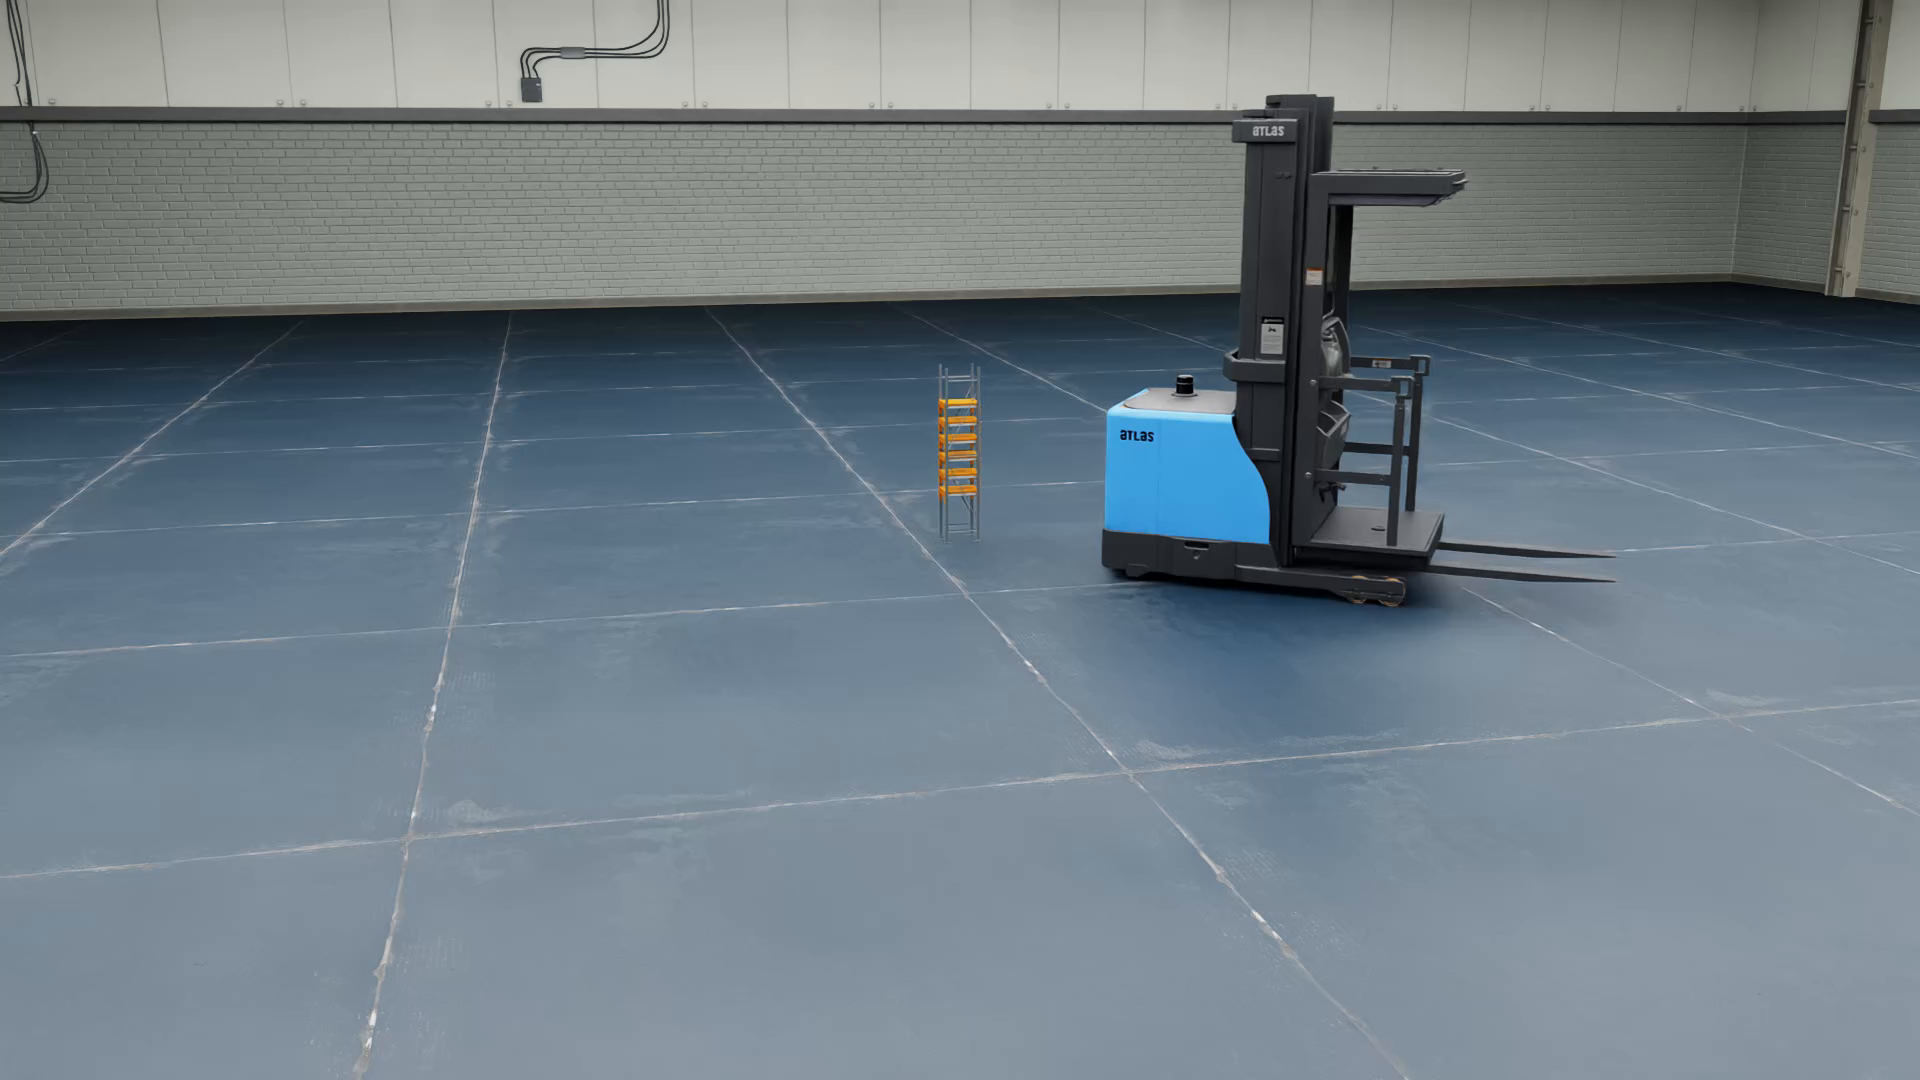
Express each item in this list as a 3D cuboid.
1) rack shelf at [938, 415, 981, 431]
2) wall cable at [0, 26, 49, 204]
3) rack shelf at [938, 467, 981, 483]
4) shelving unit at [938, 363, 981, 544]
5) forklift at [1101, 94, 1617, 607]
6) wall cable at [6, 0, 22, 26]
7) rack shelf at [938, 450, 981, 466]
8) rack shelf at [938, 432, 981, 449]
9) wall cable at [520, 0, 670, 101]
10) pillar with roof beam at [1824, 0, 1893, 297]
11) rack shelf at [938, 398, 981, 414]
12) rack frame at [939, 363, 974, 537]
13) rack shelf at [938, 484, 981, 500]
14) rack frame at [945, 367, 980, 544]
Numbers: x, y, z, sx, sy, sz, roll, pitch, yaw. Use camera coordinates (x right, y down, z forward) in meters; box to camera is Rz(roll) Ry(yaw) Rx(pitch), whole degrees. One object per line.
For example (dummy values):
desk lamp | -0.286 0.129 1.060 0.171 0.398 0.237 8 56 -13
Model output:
rack shelf | -0.003 -0.776 11.252 0.258 0.103 0.180 -3 14 -13
wall cable | -14.869 -6.065 23.833 3.097 2.526 0.112 -3 14 -13
rack shelf | -0.003 -0.426 11.337 0.258 0.103 0.180 -3 14 -13
shelving unit | -0.003 -0.586 11.298 0.258 1.200 0.189 -3 14 -13
forklift | 2.464 -1.173 10.054 3.031 2.935 1.130 5 15 20
wall cable | -12.240 -8.669 23.851 3.097 2.526 0.112 -3 14 -13
rack shelf | -0.003 -0.543 11.309 0.258 0.103 0.180 -3 14 -13
rack shelf | -0.003 -0.660 11.280 0.258 0.103 0.180 -3 14 -13
wall cable | -5.638 -9.751 25.212 2.305 6.003 0.169 -3 14 -13
pillar with roof beam | 10.972 -8.336 26.586 9.100 9.000 0.400 -3 14 -13
rack shelf | -0.003 -0.893 11.223 0.258 0.103 0.180 -3 14 -13
rack frame | -0.025 -0.607 11.385 0.240 1.200 0.006 -3 14 -13
rack shelf | -0.003 -0.310 11.366 0.258 0.103 0.180 -3 14 -13
rack frame | 0.018 -0.565 11.212 0.240 1.200 0.006 -3 14 -13
